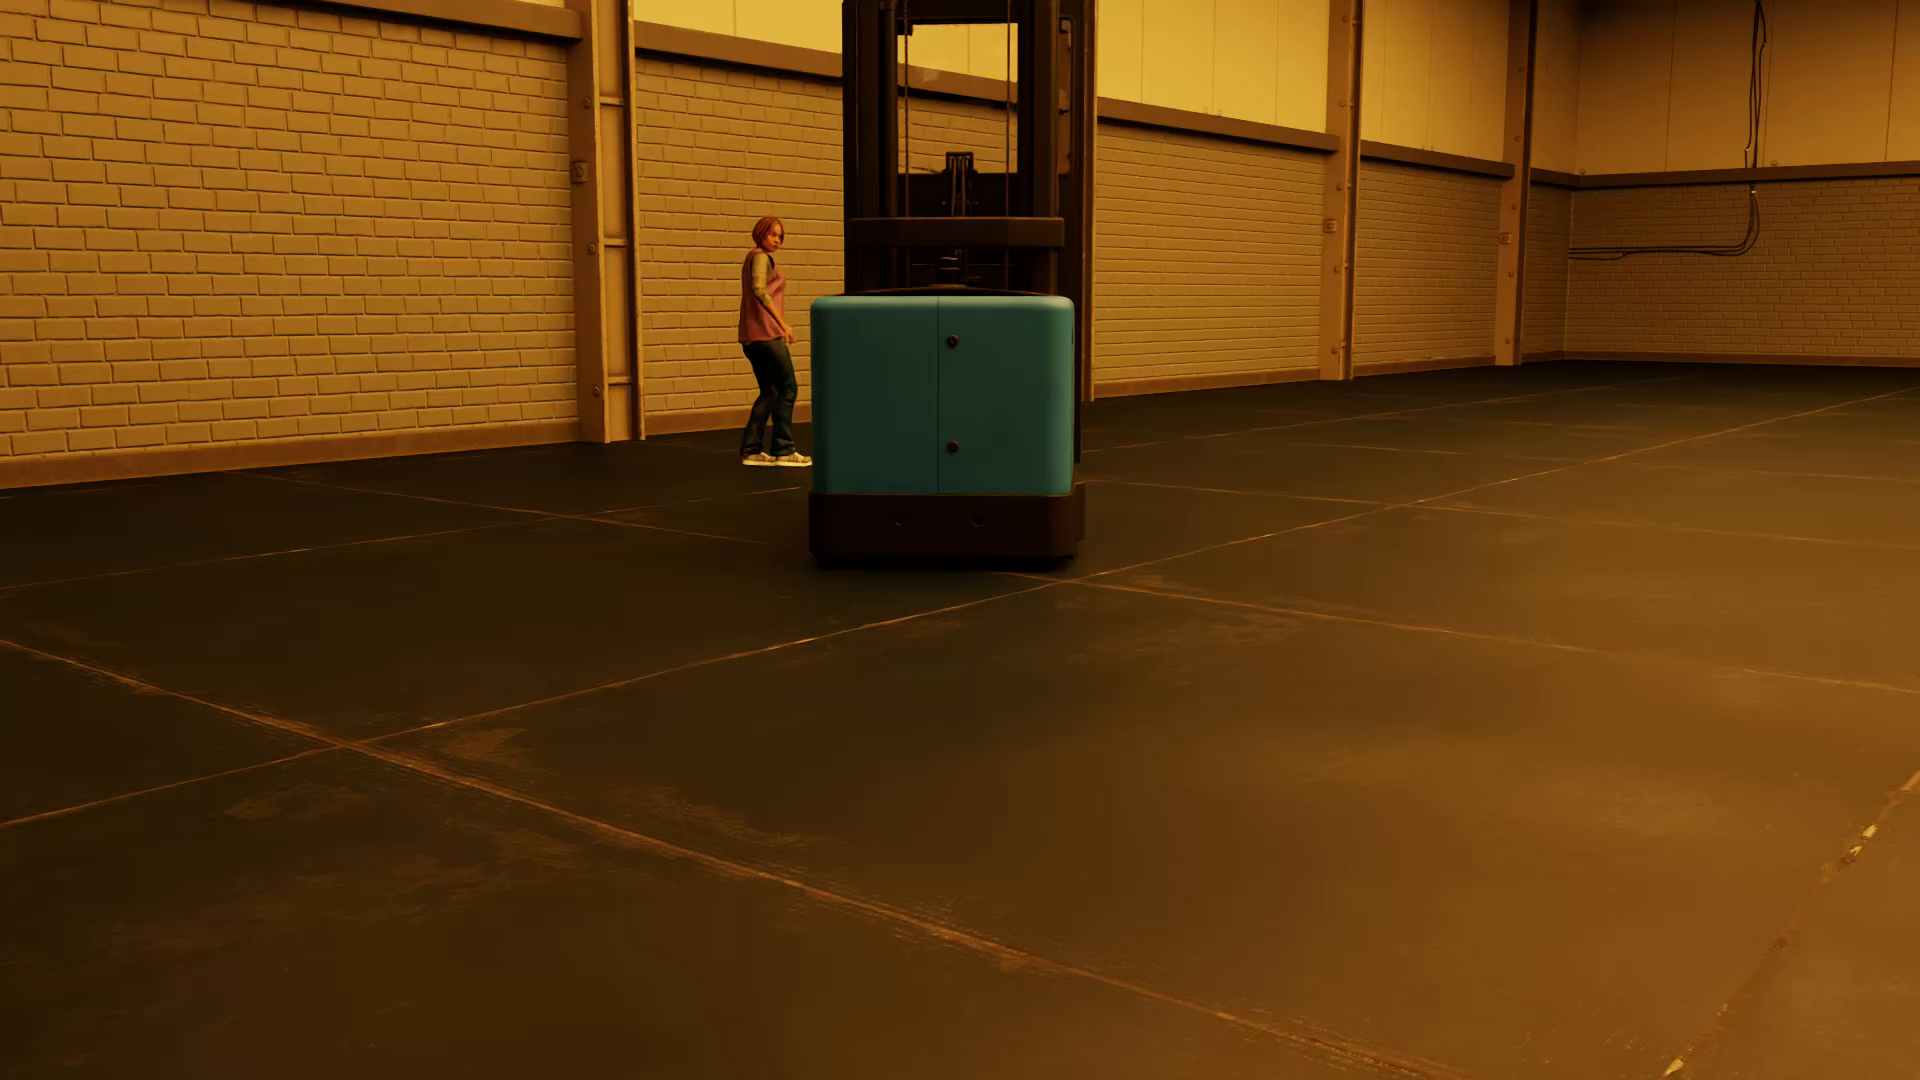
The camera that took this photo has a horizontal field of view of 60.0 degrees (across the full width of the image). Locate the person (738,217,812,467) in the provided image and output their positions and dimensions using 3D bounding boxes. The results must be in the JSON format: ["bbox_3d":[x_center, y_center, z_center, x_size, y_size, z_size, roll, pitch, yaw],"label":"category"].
[{"bbox_3d":[-1.195,-1.244,10.542,0.448,1.562,0.613,-4,9,-25],"label":"person"}]

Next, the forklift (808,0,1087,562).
[{"bbox_3d":[0.037,-1.537,7.783,1.130,2.935,3.031,1,8,5],"label":"forklift"}]
